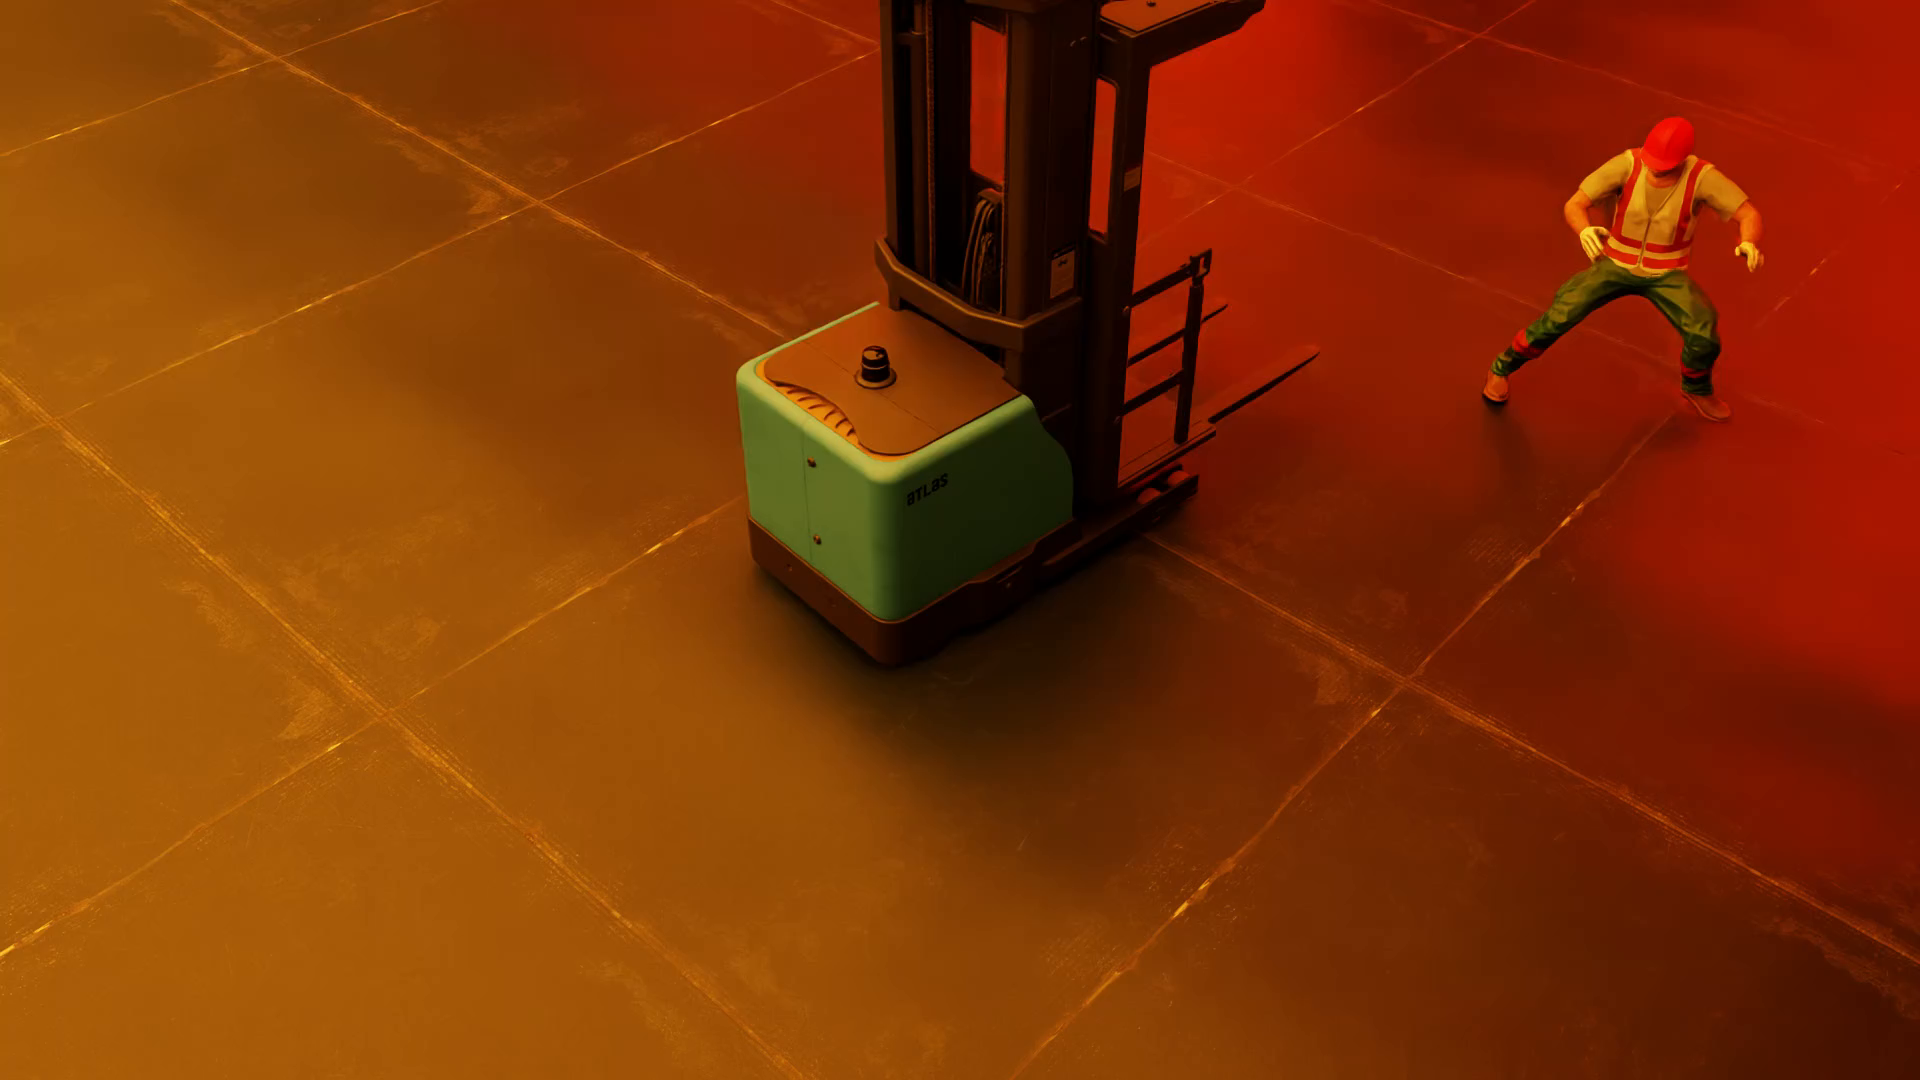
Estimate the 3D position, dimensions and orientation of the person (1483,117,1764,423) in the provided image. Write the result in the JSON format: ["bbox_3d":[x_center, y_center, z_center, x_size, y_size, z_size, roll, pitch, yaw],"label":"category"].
[{"bbox_3d":[3.290,-1.279,7.990,1.177,1.543,0.712,21,45,23],"label":"person"}]

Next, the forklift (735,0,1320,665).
[{"bbox_3d":[0.488,-1.419,7.082,3.031,2.935,1.130,-30,49,-30],"label":"forklift"}]
